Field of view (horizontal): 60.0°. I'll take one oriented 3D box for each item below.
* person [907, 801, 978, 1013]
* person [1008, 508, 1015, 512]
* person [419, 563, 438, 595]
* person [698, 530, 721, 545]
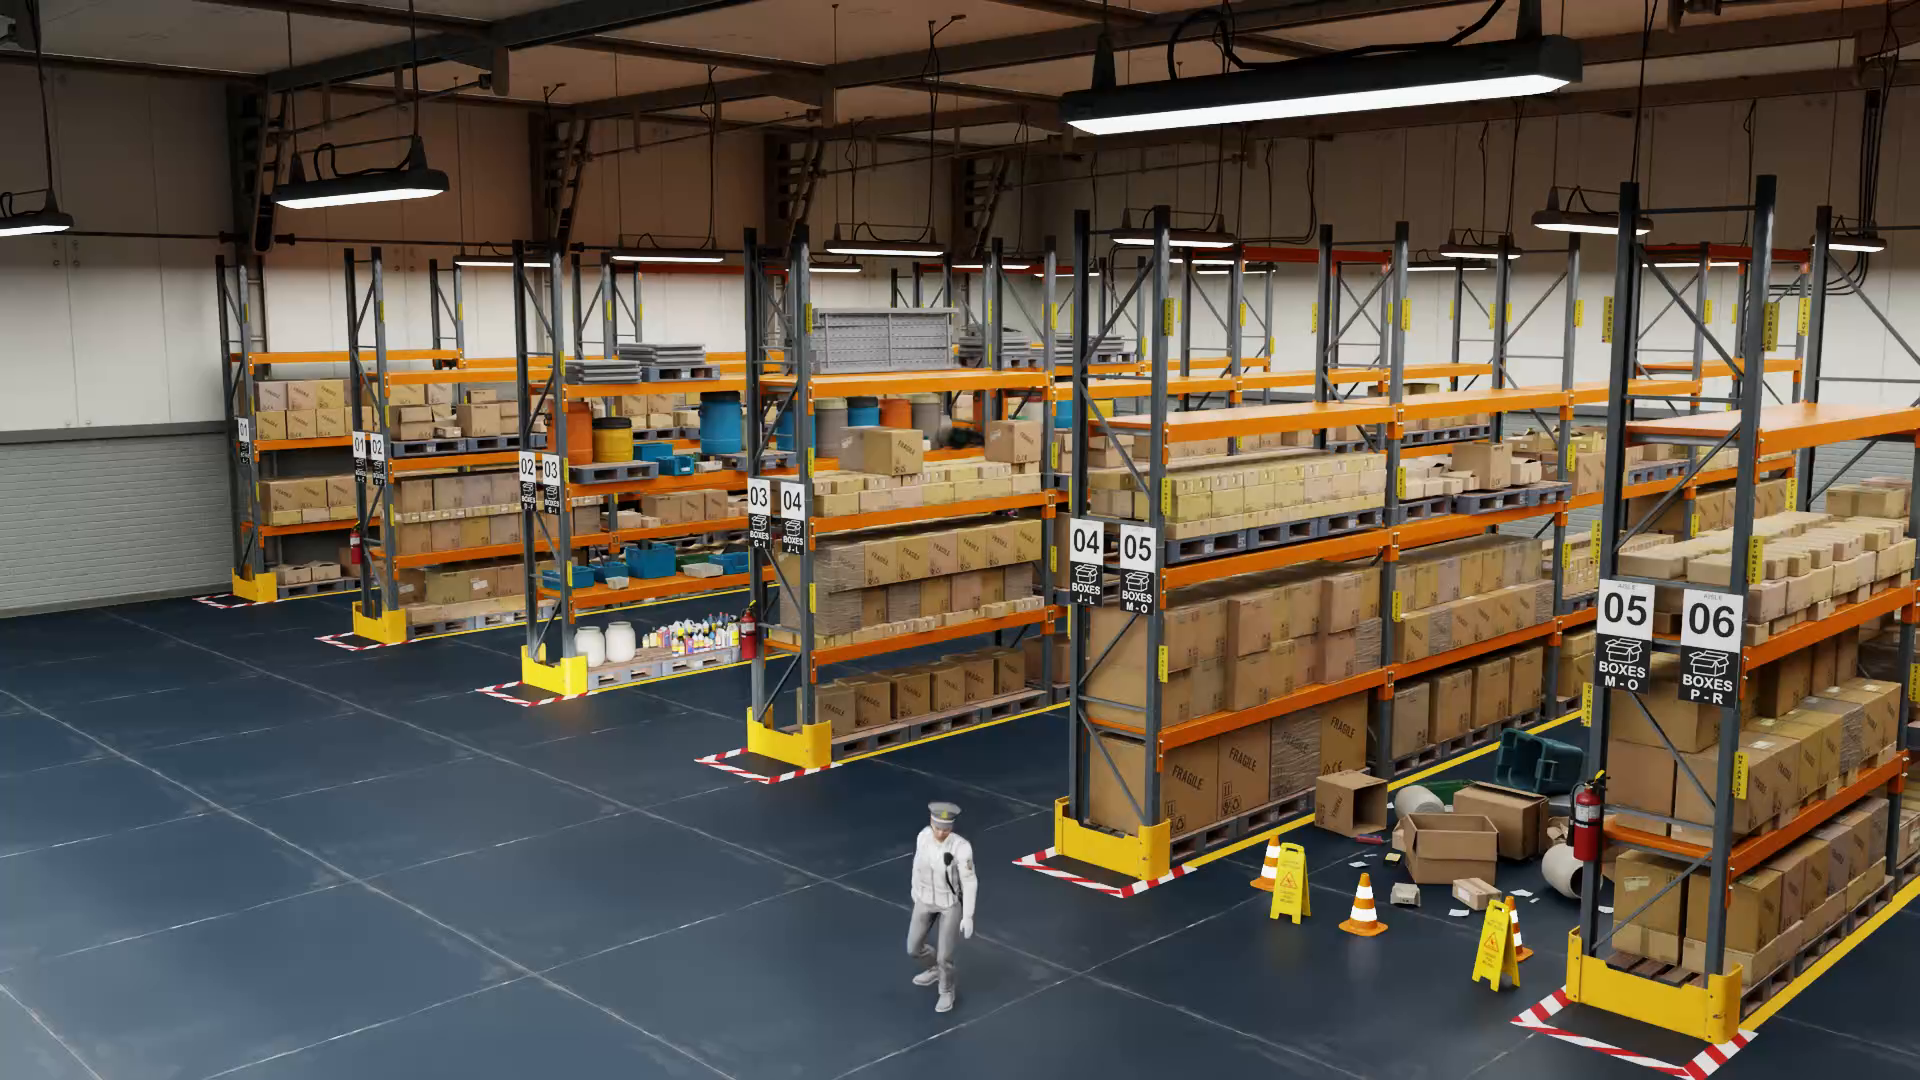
[{"bbox_3d":[-0.126,2.659,12.170,0.621,1.622,0.578,3,9,23],"label":"person"},{"bbox_3d":[1.499,-1.276,39.668,0.591,1.696,0.853,-7,11,-41],"label":"person"},{"bbox_3d":[-8.908,0.317,28.048,0.694,1.738,0.870,7,11,40],"label":"person"},{"bbox_3d":[-4.830,-0.161,32.409,0.515,1.500,0.739,5,9,31],"label":"person"}]
